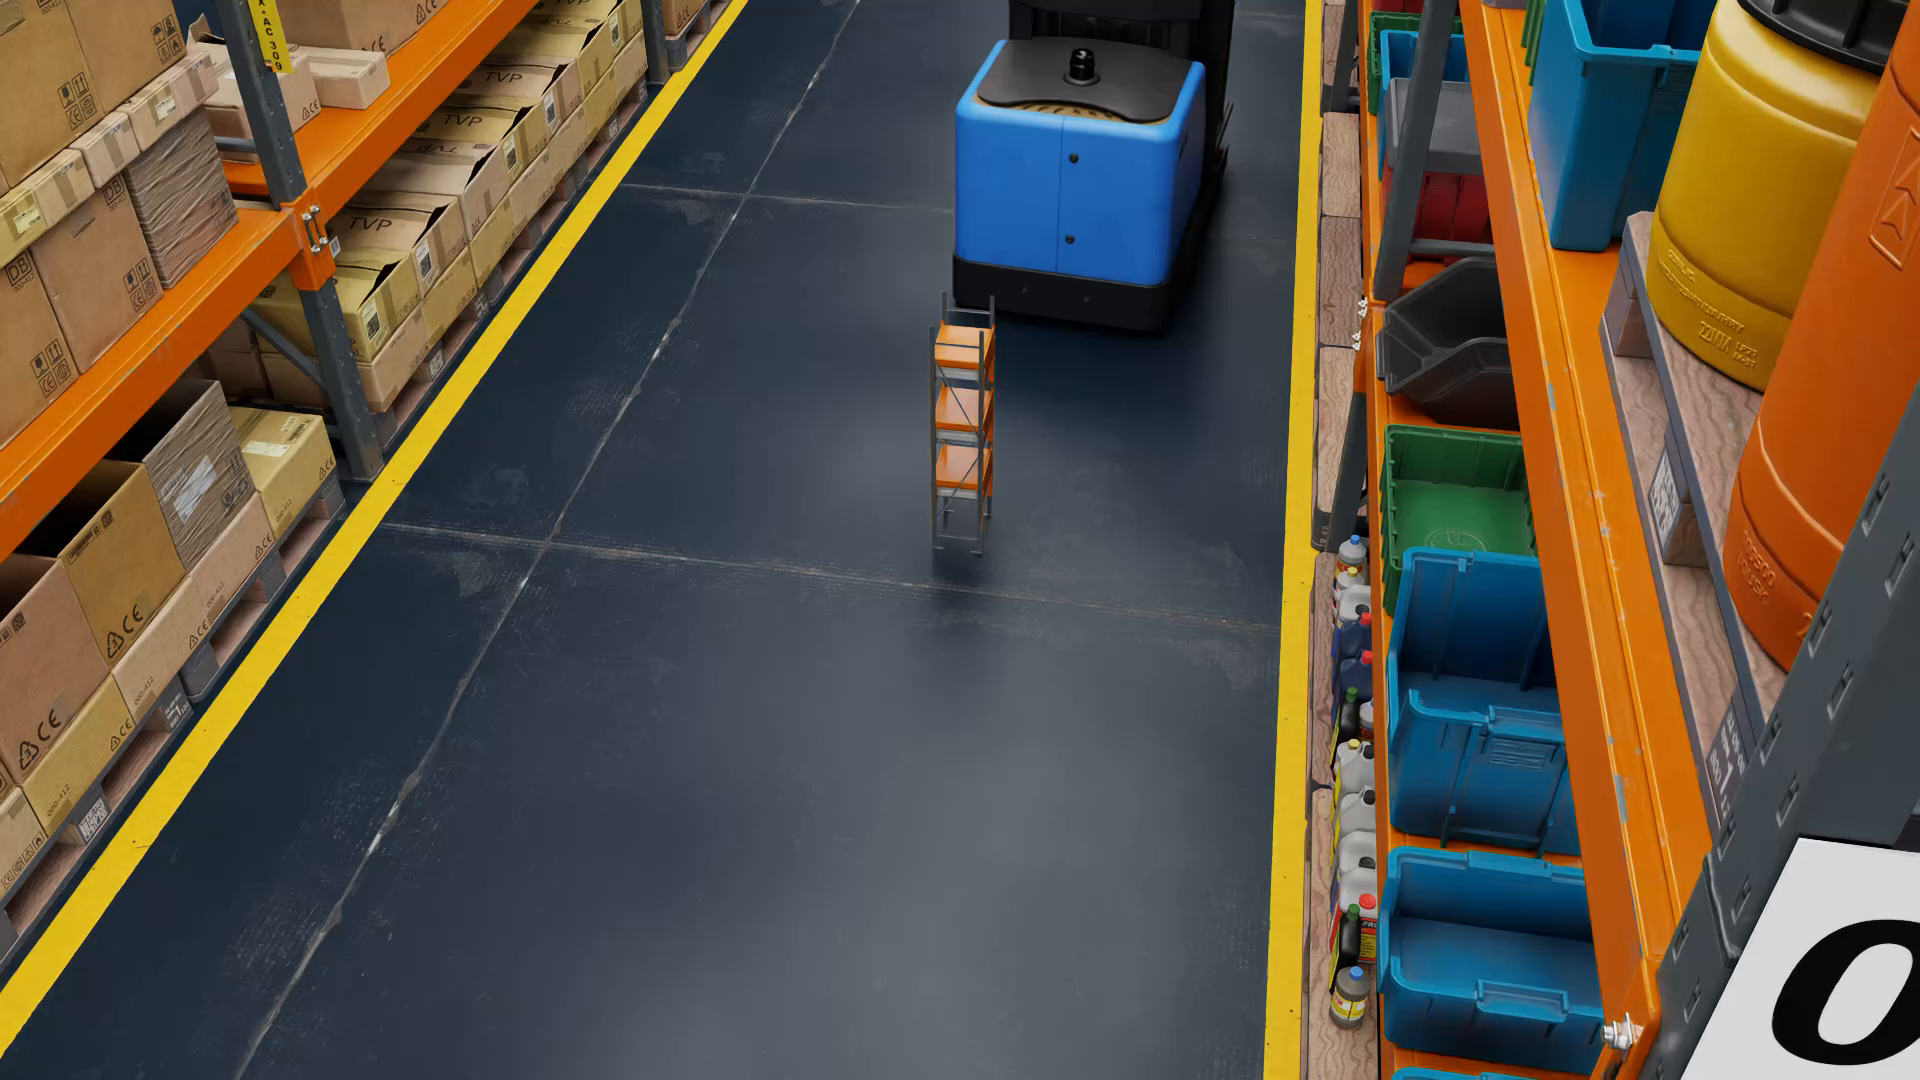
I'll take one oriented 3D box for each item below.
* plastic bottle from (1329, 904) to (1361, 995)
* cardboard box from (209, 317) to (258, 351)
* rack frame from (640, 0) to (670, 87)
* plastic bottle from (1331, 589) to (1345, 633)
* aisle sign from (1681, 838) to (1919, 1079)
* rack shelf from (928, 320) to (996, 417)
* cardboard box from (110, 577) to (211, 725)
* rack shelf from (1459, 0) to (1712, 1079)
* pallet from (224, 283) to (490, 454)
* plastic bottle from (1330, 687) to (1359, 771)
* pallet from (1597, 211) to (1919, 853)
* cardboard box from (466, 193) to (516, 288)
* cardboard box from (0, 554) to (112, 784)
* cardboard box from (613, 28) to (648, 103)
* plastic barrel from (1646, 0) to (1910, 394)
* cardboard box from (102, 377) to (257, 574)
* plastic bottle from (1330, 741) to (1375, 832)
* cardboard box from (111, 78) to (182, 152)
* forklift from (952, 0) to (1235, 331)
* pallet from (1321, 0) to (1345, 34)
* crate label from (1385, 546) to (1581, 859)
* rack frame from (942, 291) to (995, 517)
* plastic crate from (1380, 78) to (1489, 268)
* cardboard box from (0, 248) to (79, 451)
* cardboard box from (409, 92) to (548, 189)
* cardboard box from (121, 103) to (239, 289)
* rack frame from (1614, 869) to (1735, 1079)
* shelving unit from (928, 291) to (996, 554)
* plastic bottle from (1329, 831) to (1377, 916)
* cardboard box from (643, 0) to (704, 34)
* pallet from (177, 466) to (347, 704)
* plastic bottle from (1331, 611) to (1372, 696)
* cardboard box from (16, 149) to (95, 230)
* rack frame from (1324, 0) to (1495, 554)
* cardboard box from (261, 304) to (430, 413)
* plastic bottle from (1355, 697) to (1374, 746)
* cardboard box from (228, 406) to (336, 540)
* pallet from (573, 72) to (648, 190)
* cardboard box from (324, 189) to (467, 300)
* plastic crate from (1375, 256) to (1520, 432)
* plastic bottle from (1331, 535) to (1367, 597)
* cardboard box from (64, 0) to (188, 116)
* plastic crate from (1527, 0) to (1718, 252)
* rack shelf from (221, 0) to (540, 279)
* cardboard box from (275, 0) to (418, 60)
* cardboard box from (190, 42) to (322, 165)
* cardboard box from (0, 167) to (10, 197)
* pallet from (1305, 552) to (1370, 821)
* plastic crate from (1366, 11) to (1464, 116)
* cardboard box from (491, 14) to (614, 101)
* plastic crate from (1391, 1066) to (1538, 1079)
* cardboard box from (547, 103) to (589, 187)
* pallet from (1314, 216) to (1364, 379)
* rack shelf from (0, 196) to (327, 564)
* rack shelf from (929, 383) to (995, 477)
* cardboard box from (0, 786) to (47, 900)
[{"bbox_3d":[1.108,1.173,4.764,0.061,0.283,0.133,7,40,9],"label":"plastic bottle"},{"bbox_3d":[-3.179,-1.091,7.104,0.500,0.311,0.500,6,40,8],"label":"cardboard box"},{"bbox_3d":[-2.274,-3.997,9.231,1.000,3.000,0.127,6,40,8],"label":"rack frame"},{"bbox_3d":[1.389,0.250,5.945,0.097,0.201,0.097,0,40,0],"label":"plastic bottle"},{"bbox_3d":[0.914,0.582,1.652,0.394,0.787,0.004,6,40,8],"label":"aisle sign"},{"bbox_3d":[0.009,-0.649,6.282,0.215,0.259,0.240,6,40,8],"label":"rack shelf"},{"bbox_3d":[-3.000,0.354,5.796,0.500,0.250,0.500,6,40,8],"label":"cardboard box"},{"bbox_3d":[1.565,-0.562,3.286,1.077,0.370,4.000,6,40,8],"label":"rack shelf"},{"bbox_3d":[-2.877,-0.879,7.648,1.003,0.211,1.213,6,40,8],"label":"pallet"},{"bbox_3d":[1.261,0.617,5.436,0.061,0.283,0.133,8,40,10],"label":"plastic bottle"},{"bbox_3d":[1.459,-0.020,2.214,1.003,0.211,1.213,6,40,8],"label":"pallet"},{"bbox_3d":[-2.476,-1.461,7.991,0.500,0.250,0.500,5,40,6],"label":"cardboard box"},{"bbox_3d":[-3.085,0.379,5.177,0.500,0.500,0.500,6,40,8],"label":"cardboard box"},{"bbox_3d":[-2.125,-2.743,9.541,0.500,0.250,0.500,7,40,9],"label":"cardboard box"},{"bbox_3d":[1.291,-0.548,2.228,0.600,0.588,0.600,0,40,0],"label":"plastic barrel"},{"bbox_3d":[-2.929,-0.251,5.939,0.500,0.500,0.500,6,40,8],"label":"cardboard box"},{"bbox_3d":[1.257,0.759,5.212,0.144,0.351,0.185,6,40,7],"label":"plastic bottle"},{"bbox_3d":[-2.847,-1.426,5.534,0.380,0.149,0.250,6,40,7],"label":"cardboard box"},{"bbox_3d":[0.849,-3.061,8.152,1.130,2.935,3.031,10,41,12],"label":"forklift"},{"bbox_3d":[2.913,-3.637,10.983,1.003,0.211,1.213,6,40,8],"label":"pallet"},{"bbox_3d":[1.271,0.373,3.917,0.502,0.435,0.616,6,40,8],"label":"crate label"},{"bbox_3d":[0.030,-0.515,6.549,0.200,1.050,0.008,6,40,8],"label":"rack frame"},{"bbox_3d":[1.694,-1.301,5.919,0.402,0.464,0.583,6,40,8],"label":"plastic crate"},{"bbox_3d":[-3.213,-0.600,5.044,0.700,0.500,0.500,7,40,8],"label":"cardboard box"},{"bbox_3d":[-2.385,-2.002,8.206,0.500,0.311,0.500,7,40,9],"label":"cardboard box"},{"bbox_3d":[-3.037,-1.246,5.825,0.700,0.500,0.500,5,40,7],"label":"cardboard box"},{"bbox_3d":[1.219,1.572,2.495,1.000,3.000,0.127,6,40,8],"label":"rack frame"},{"bbox_3d":[0.009,-0.438,6.456,0.215,1.050,0.252,6,40,8],"label":"shelving unit"},{"bbox_3d":[1.200,1.009,4.968,0.152,0.276,0.135,5,40,6],"label":"plastic bottle"},{"bbox_3d":[-1.914,-3.458,10.195,0.500,0.500,0.500,8,40,10],"label":"cardboard box"},{"bbox_3d":[-3.145,0.082,6.485,1.003,0.211,1.213,6,40,8],"label":"pallet"},{"bbox_3d":[1.363,0.374,5.678,0.144,0.351,0.185,7,40,9],"label":"plastic bottle"},{"bbox_3d":[-2.935,-1.097,5.135,0.380,0.149,0.250,6,40,8],"label":"cardboard box"},{"bbox_3d":[1.912,-0.939,5.531,1.000,3.000,0.127,6,40,8],"label":"rack frame"},{"bbox_3d":[-2.653,-0.815,7.210,0.500,0.250,0.500,5,40,7],"label":"cardboard box"},{"bbox_3d":[1.342,0.619,5.443,0.097,0.271,0.097,0,40,0],"label":"plastic bottle"},{"bbox_3d":[-2.831,-0.274,6.556,0.500,0.250,0.500,6,40,8],"label":"cardboard box"},{"bbox_3d":[-2.455,-2.410,9.500,1.003,0.211,1.213,6,40,8],"label":"pallet"},{"bbox_3d":[-2.558,-1.351,7.418,0.500,0.311,0.500,6,40,7],"label":"cardboard box"},{"bbox_3d":[1.696,-0.600,5.171,0.767,0.338,0.504,6,40,8],"label":"plastic crate"},{"bbox_3d":[1.425,0.095,6.077,0.097,0.271,0.097,0,40,0],"label":"plastic bottle"},{"bbox_3d":[-3.037,-1.746,5.412,0.700,0.500,0.500,7,40,8],"label":"cardboard box"},{"bbox_3d":[1.253,-0.808,3.032,0.392,0.384,0.575,6,40,8],"label":"plastic crate"},{"bbox_3d":[-2.620,-2.465,7.942,1.077,0.370,4.000,6,40,8],"label":"rack shelf"},{"bbox_3d":[-2.726,-2.336,7.143,0.500,0.500,0.500,9,40,11],"label":"cardboard box"},{"bbox_3d":[-2.924,-1.743,6.622,0.500,0.250,0.500,9,40,10],"label":"cardboard box"},{"bbox_3d":[-3.211,-1.115,4.648,0.700,0.500,0.500,6,40,8],"label":"cardboard box"},{"bbox_3d":[1.754,0.553,5.915,1.003,0.211,1.213,6,40,8],"label":"pallet"},{"bbox_3d":[1.935,-1.981,6.958,0.450,0.188,0.662,6,40,8],"label":"plastic crate"},{"bbox_3d":[-2.206,-2.633,8.969,0.500,0.311,0.500,6,40,7],"label":"cardboard box"},{"bbox_3d":[1.011,1.282,2.962,0.499,0.251,0.616,6,40,8],"label":"plastic crate"},{"bbox_3d":[-2.301,-2.103,8.768,0.500,0.250,0.500,7,40,9],"label":"cardboard box"},{"bbox_3d":[2.218,-1.129,7.950,1.003,0.211,1.213,6,40,8],"label":"pallet"},{"bbox_3d":[-3.313,0.045,4.906,1.077,0.370,4.000,6,40,8],"label":"rack shelf"},{"bbox_3d":[0.009,-0.430,6.463,0.215,0.259,0.240,6,40,8],"label":"rack shelf"},{"bbox_3d":[-3.177,0.981,5.038,0.500,0.250,0.500,6,40,8],"label":"cardboard box"}]
